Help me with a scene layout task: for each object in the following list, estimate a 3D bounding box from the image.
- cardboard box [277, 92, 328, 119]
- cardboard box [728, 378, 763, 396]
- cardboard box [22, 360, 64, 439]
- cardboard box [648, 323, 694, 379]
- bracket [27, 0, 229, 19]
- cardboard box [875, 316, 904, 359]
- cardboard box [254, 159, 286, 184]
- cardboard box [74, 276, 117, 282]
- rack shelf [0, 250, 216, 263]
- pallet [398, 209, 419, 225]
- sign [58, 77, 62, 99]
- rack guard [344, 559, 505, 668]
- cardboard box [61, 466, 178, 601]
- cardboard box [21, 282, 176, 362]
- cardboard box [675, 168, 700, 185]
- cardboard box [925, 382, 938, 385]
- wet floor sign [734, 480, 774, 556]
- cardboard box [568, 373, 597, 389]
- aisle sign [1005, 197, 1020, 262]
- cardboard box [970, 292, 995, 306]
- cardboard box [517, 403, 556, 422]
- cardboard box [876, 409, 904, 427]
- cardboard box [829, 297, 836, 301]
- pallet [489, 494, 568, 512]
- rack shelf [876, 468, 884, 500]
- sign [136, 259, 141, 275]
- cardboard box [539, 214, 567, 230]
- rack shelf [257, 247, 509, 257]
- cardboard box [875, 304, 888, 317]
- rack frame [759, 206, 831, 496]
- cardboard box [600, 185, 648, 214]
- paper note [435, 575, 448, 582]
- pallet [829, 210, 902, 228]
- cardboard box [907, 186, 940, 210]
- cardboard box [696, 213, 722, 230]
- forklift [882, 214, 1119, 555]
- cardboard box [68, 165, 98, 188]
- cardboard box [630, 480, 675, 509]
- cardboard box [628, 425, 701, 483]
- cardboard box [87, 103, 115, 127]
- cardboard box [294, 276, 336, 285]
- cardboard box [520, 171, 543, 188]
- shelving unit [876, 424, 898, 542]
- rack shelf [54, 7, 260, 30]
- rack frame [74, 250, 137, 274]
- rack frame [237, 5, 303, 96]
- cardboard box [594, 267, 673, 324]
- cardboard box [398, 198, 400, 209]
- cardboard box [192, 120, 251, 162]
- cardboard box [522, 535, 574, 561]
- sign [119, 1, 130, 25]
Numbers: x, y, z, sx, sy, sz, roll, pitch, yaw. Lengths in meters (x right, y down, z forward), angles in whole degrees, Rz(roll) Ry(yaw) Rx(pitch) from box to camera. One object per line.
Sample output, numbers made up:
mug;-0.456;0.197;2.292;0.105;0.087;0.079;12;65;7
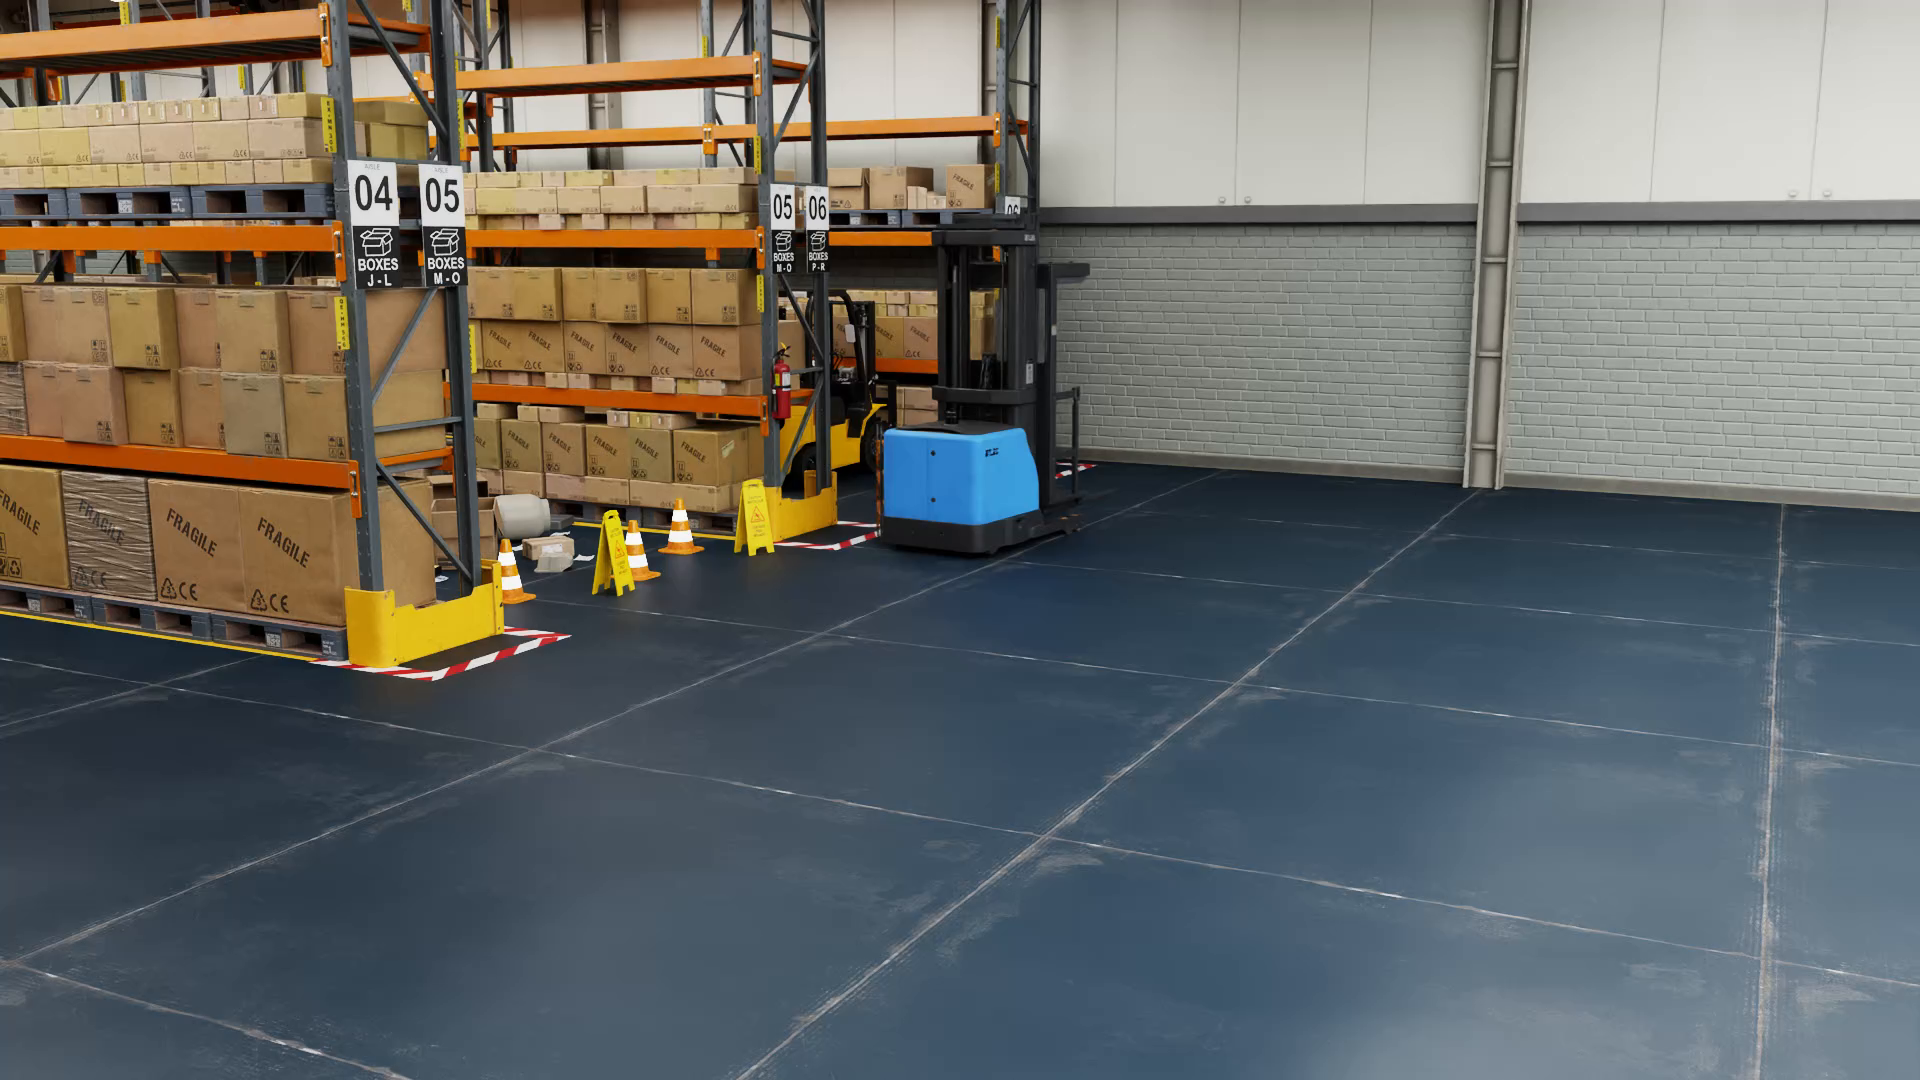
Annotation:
cardboard box;-4.064;-2.729;10.487;0.250;0.149;0.380;5;11;26
cardboard box;-1.942;-1.426;15.411;0.250;0.149;0.380;5;12;28
cardboard box;-6.359;-1.078;12.361;0.550;0.550;0.875;5;11;26
cardboard box;-2.567;-1.789;15.594;0.500;0.500;0.500;5;11;26
bracket;-13.146;-8.394;26.254;4.783;0.066;0.076;5;11;26
cardboard box;-0.797;-2.476;20.226;0.500;0.500;0.500;5;11;25
cardboard box;-4.285;-2.356;10.667;0.250;0.149;0.380;5;11;26
cardboard box;-9.729;-2.764;19.010;0.500;0.500;0.500;5;12;27
rack shelf;-10.480;-3.464;19.565;4.000;0.370;1.077;5;11;26
pallet;-5.605;-3.319;17.268;1.003;0.211;1.213;5;11;26
sign;-13.908;-6.972;25.659;0.005;0.325;0.100;5;11;26
rack guard;-3.590;0.476;11.214;0.348;0.500;1.175;5;11;26
cardboard box;-5.855;-0.101;12.171;0.875;0.875;0.875;5;11;26
cardboard box;-6.338;-1.617;12.306;0.550;0.550;0.875;5;11;26
cardboard box;-2.397;-3.322;15.226;0.250;0.149;0.380;5;11;25
cardboard box;-0.116;-1.800;20.505;0.500;0.250;0.500;5;11;26
wet floor sign;-1.815;-0.210;14.597;0.267;0.644;0.232;-10;14;-43
cardboard box;-3.577;-1.552;16.108;0.250;0.149;0.380;5;11;26
aisle sign;0.610;-3.574;19.277;0.004;0.787;0.394;5;11;26
cardboard box;0.267;-2.856;19.673;0.250;0.149;0.380;5;11;26
cardboard box;-4.142;-1.262;16.414;0.250;0.149;0.380;6;12;28
cardboard box;-0.811;-1.514;20.329;0.500;0.250;0.500;5;11;25
cardboard box;-1.561;-3.016;20.553;0.250;0.149;0.380;5;11;26
pallet;-4.481;-0.450;17.143;1.213;0.211;1.003;5;11;26
rack shelf;-0.644;-0.512;15.190;0.215;0.259;0.240;-2;10;-11
sign;-13.404;-4.420;27.112;0.005;0.325;0.100;5;11;26
cardboard box;-3.811;-3.042;15.920;0.250;0.149;0.380;5;11;25
rack shelf;-8.287;-4.257;23.947;4.000;0.370;1.077;5;11;26
cardboard box;-0.915;-2.795;20.170;0.250;0.149;0.380;5;11;26
rack frame;-1.512;-1.554;15.414;0.127;3.000;1.000;5;11;26
cardboard box;-3.008;-3.180;15.561;0.500;0.250;0.500;5;12;27
paper note;-4.229;0.315;13.429;0.144;0.017;0.142;-10;14;-43
pallet;-1.040;-3.935;20.397;1.213;0.211;1.003;5;11;26
cardboard box;-0.424;-4.050;19.698;0.258;0.266;0.396;5;11;26
cardboard box;-2.193;-2.904;15.157;0.250;0.149;0.380;5;11;26
forklift;0.520;-1.532;15.482;1.130;2.935;3.031;6;12;31
cardboard box;-5.879;-2.496;11.441;0.250;0.149;0.380;5;11;26
cardboard box;-2.817;-0.471;15.969;0.500;0.250;0.500;5;11;26
cardboard box;-2.815;-0.839;15.898;0.500;0.500;0.500;6;12;28
cardboard box;-5.658;-2.869;11.261;0.250;0.149;0.380;5;11;26
cardboard box;-7.094;-2.822;18.303;0.250;0.149;0.380;4;11;23
cardboard box;-4.013;-3.463;16.003;0.250;0.149;0.380;5;11;24
shelving unit;-0.644;-0.523;15.188;0.215;1.050;0.252;-2;10;-11
rack shelf;-11.874;-7.684;25.125;4.000;0.370;1.077;5;11;26
rack frame;-13.667;-3.608;26.762;0.127;3.000;1.000;5;11;26
rack frame;-10.080;-6.245;24.486;0.127;3.000;1.000;5;11;26
cardboard box;-3.020;-2.312;15.678;0.500;0.500;0.700;5;11;25
cardboard box;-5.687;-3.501;16.991;0.500;0.250;0.500;5;11;25
cardboard box;-4.622;-2.593;10.861;0.500;0.250;0.500;5;11;26
cardboard box;-3.580;0.068;14.456;0.380;0.149;0.250;-7;12;-33
sign;-8.928;-5.585;17.774;0.005;0.325;0.100;5;11;26
